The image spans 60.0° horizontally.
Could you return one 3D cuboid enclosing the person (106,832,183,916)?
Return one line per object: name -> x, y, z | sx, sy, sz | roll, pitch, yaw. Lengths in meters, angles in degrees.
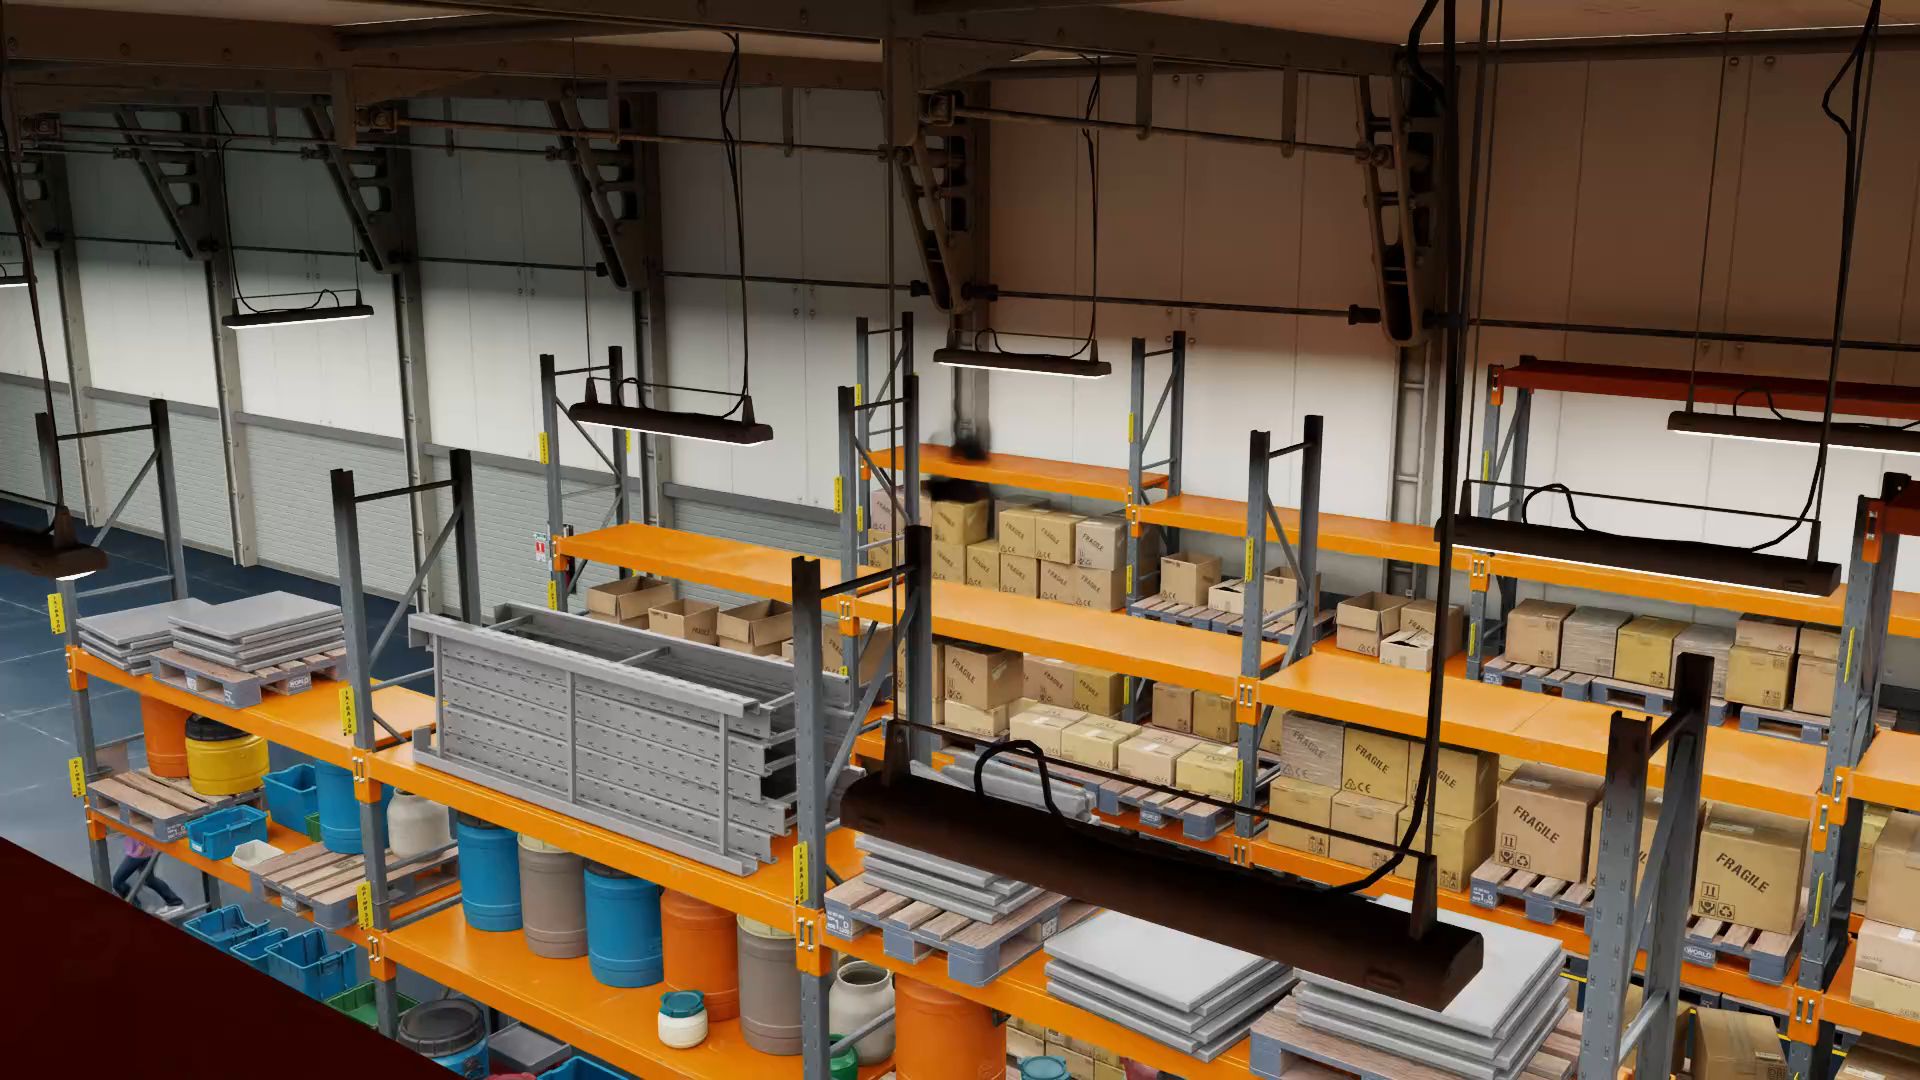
person -> -8.634, 3.315, 17.525 | 0.690, 1.609, 0.546 | -5, 14, -21
